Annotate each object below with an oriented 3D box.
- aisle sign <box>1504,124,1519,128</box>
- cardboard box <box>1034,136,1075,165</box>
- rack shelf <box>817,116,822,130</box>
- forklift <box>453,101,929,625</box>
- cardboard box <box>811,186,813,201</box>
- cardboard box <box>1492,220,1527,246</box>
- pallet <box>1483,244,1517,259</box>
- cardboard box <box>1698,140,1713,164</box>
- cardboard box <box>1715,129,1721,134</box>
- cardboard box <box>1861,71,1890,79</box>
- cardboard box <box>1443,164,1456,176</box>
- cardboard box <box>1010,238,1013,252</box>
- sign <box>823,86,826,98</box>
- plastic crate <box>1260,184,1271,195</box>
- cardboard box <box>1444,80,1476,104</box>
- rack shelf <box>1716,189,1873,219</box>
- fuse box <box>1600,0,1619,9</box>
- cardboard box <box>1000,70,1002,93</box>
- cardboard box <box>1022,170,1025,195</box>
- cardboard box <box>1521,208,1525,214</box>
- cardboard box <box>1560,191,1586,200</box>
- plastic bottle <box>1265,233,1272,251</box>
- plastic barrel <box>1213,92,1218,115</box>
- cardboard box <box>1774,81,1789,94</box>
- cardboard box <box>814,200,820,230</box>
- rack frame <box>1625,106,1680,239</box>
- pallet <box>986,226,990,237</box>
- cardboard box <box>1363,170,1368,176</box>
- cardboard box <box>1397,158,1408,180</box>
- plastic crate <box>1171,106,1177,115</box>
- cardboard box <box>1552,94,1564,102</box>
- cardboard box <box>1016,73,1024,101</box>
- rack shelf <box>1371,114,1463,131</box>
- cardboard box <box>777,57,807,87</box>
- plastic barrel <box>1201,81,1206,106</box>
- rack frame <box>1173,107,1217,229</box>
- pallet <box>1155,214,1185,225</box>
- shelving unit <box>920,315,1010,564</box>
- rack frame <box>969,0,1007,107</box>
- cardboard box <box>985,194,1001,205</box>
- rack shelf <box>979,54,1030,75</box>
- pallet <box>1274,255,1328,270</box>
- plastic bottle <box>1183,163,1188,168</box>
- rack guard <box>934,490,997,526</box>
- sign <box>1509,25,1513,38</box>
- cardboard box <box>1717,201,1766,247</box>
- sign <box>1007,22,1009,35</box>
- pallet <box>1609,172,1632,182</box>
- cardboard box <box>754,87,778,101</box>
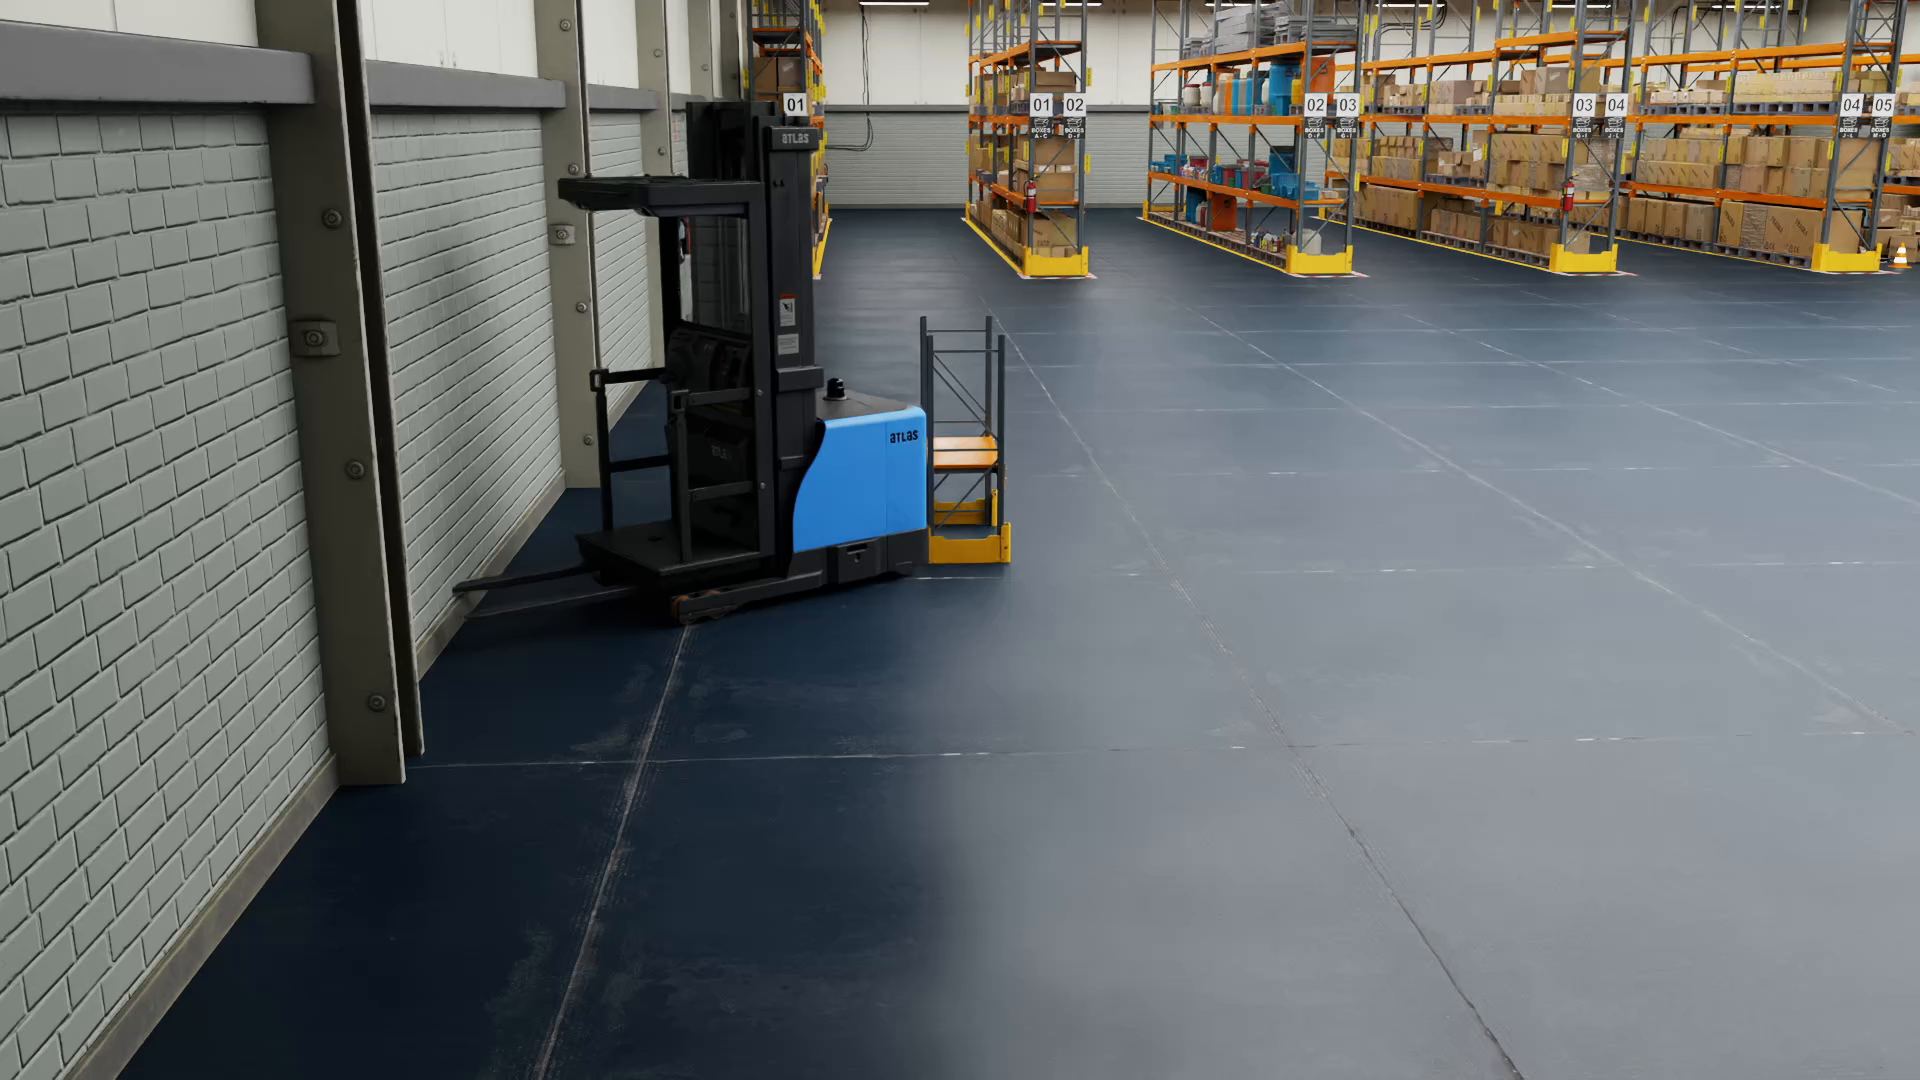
[{"bbox_3d":[15.284,-11.764,46.012,0.394,0.787,0.004,-1,14,-3],"label":"aisle sign"},{"bbox_3d":[1.716,-7.115,30.356,0.700,0.500,0.500,-1,14,-3],"label":"cardboard box"},{"bbox_3d":[-3.828,-9.823,39.108,1.077,0.370,4.000,-1,14,-3],"label":"rack shelf"},{"bbox_3d":[-1.673,-1.077,9.831,3.031,2.935,1.130,-11,18,-37],"label":"forklift"},{"bbox_3d":[-2.922,-6.295,30.233,0.500,0.250,0.500,-1,14,-5],"label":"cardboard box"},{"bbox_3d":[11.360,-6.348,34.354,0.500,0.500,0.500,-1,14,-5],"label":"cardboard box"},{"bbox_3d":[11.452,-5.939,34.184,1.003,0.211,1.213,-1,14,-3],"label":"pallet"},{"bbox_3d":[16.261,-8.291,35.524,0.700,0.500,0.500,-1,14,-4],"label":"cardboard box"},{"bbox_3d":[20.387,-10.897,44.348,0.380,0.149,0.250,-1,14,-3],"label":"cardboard box"},{"bbox_3d":[16.876,-8.569,30.653,0.380,0.149,0.250,-1,14,-3],"label":"cardboard box"},{"bbox_3d":[11.001,-8.161,36.683,0.500,0.250,0.500,-1,14,-5],"label":"cardboard box"},{"bbox_3d":[1.265,-5.807,32.750,0.500,0.250,0.500,-1,14,-3],"label":"cardboard box"},{"bbox_3d":[-3.657,-12.059,44.736,0.100,0.325,0.005,-1,14,-3],"label":"sign"},{"bbox_3d":[6.234,-6.935,32.884,0.450,0.188,0.662,-1,14,-3],"label":"plastic crate"},{"bbox_3d":[10.965,-9.822,36.456,0.500,0.500,0.500,-1,14,-5],"label":"cardboard box"},{"bbox_3d":[16.456,-6.661,32.840,1.077,0.370,4.000,-1,14,-3],"label":"rack shelf"},{"bbox_3d":[19.899,-16.439,50.939,0.513,0.334,0.176,-1,14,-3],"label":"fuse box"},{"bbox_3d":[1.187,-10.519,38.164,0.500,0.500,0.500,-1,14,-3],"label":"cardboard box"},{"bbox_3d":[1.588,-6.986,32.458,0.700,0.500,0.500,-1,14,-3],"label":"cardboard box"},{"bbox_3d":[15.367,-8.863,44.832,0.380,0.149,0.250,-2,15,-6],"label":"cardboard box"},{"bbox_3d":[11.399,-6.407,30.912,0.380,0.149,0.250,-1,14,-3],"label":"cardboard box"},{"bbox_3d":[6.117,-5.903,32.884,0.144,0.351,0.185,0,14,-1],"label":"plastic bottle"},{"bbox_3d":[5.897,-9.799,37.347,0.421,0.512,0.421,0,14,0],"label":"plastic barrel"},{"bbox_3d":[16.179,-8.780,32.273,0.500,0.250,0.500,-1,14,-3],"label":"cardboard box"},{"bbox_3d":[-3.619,-7.568,38.393,0.750,0.750,0.750,-1,14,-4],"label":"cardboard box"},{"bbox_3d":[16.084,-8.502,38.550,1.000,3.000,0.127,-1,14,-3],"label":"rack frame"},{"bbox_3d":[1.159,-7.437,40.008,1.003,0.211,1.213,-1,14,-3],"label":"pallet"},{"bbox_3d":[10.534,-9.394,42.523,0.380,0.149,0.250,-1,14,-3],"label":"cardboard box"},{"bbox_3d":[10.789,-8.871,39.784,0.500,0.500,0.500,-1,14,-5],"label":"cardboard box"},{"bbox_3d":[5.561,-10.962,42.428,0.416,0.233,0.300,-1,14,-3],"label":"plastic crate"},{"bbox_3d":[11.269,-8.231,30.979,0.380,0.149,0.250,-2,15,-6],"label":"cardboard box"},{"bbox_3d":[1.464,-8.666,31.837,0.797,0.503,0.637,1,14,3],"label":"cardboard box"},{"bbox_3d":[11.003,-10.052,39.999,1.077,0.370,4.000,-1,14,-3],"label":"rack shelf"},{"bbox_3d":[-2.990,-8.326,29.600,0.500,0.500,0.500,-2,15,-7],"label":"cardboard box"},{"bbox_3d":[6.195,-10.892,40.600,0.600,0.588,0.600,0,14,0],"label":"plastic barrel"},{"bbox_3d":[5.936,-9.369,41.920,1.000,3.000,0.127,-1,14,-3],"label":"rack frame"},{"bbox_3d":[5.773,-8.505,44.158,1.003,0.211,1.213,-1,14,-3],"label":"pallet"},{"bbox_3d":[0.005,-0.707,11.266,0.587,1.500,1.083,-1,14,-3],"label":"shelving unit"},{"bbox_3d":[0.744,-13.194,44.745,1.000,3.000,0.127,-1,14,-3],"label":"rack frame"},{"bbox_3d":[0.872,-8.161,39.856,0.500,0.250,0.500,-1,14,-4],"label":"cardboard box"},{"bbox_3d":[1.116,-11.159,39.085,1.077,0.370,4.000,-1,14,-3],"label":"rack shelf"},{"bbox_3d":[6.583,-5.254,31.524,1.003,0.211,1.213,-1,14,-3],"label":"pallet"},{"bbox_3d":[5.637,-9.242,41.527,0.144,0.351,0.185,-1,14,-3],"label":"plastic bottle"},{"bbox_3d":[-0.026,-0.226,11.903,0.587,0.250,0.087,-1,14,-3],"label":"rack guard"},{"bbox_3d":[15.047,-13.879,45.377,0.100,0.325,0.005,-1,14,-3],"label":"sign"},{"bbox_3d":[16.301,-6.524,34.284,0.875,0.875,0.875,-1,14,-3],"label":"cardboard box"},{"bbox_3d":[1.299,-13.726,44.622,0.100,0.325,0.005,-1,14,-3],"label":"sign"},{"bbox_3d":[15.933,-8.585,39.257,1.213,0.211,1.003,-1,14,-3],"label":"pallet"},{"bbox_3d":[-3.487,-7.842,29.725,0.500,0.500,0.500,0,14,1],"label":"cardboard box"}]
